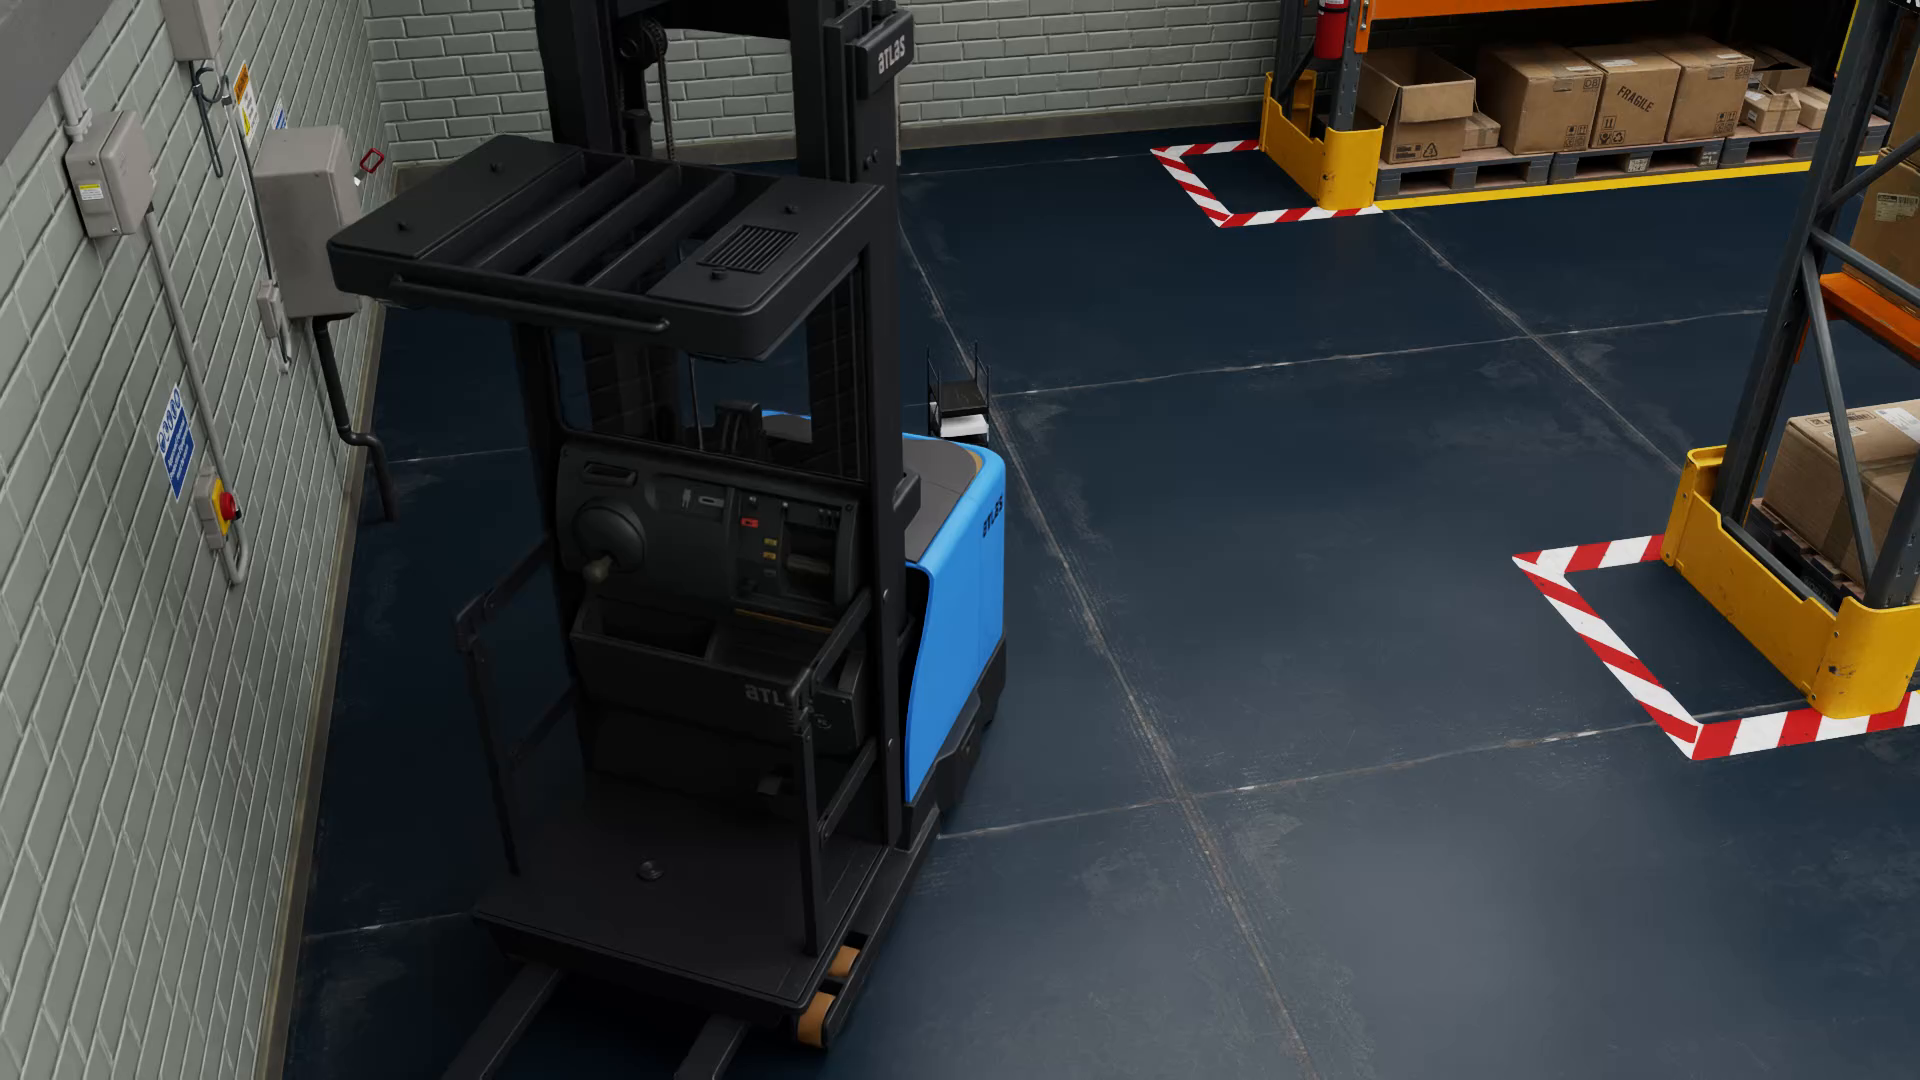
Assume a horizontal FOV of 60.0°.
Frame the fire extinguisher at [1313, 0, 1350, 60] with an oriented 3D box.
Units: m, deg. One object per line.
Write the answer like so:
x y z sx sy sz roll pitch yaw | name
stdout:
2.174 -3.147 9.652 0.183 0.674 0.296 -7 35 -11 | fire extinguisher

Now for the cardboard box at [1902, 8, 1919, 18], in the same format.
6.413 -3.703 11.360 0.250 0.149 0.380 -9 35 -12 | cardboard box

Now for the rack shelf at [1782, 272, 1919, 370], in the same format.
5.265 -0.853 6.475 4.000 0.370 1.077 -7 35 -11 | rack shelf

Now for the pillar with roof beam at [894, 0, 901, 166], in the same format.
0.337 -3.913 5.006 0.400 9.000 9.100 -7 35 -11 | pillar with roof beam

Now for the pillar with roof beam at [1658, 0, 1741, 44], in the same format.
6.189 -4.651 6.105 0.400 9.000 9.100 -7 35 -11 | pillar with roof beam

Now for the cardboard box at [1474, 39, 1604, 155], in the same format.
3.676 -2.848 10.668 0.500 0.500 0.700 -6 34 -9 | cardboard box

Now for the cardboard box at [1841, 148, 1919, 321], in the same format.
3.727 -1.151 6.183 0.500 0.500 0.500 -7 34 -10 | cardboard box

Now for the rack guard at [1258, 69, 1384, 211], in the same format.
2.290 -2.575 10.638 0.348 0.500 1.175 -7 35 -11 | rack guard

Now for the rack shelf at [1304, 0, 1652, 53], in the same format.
4.167 -3.551 10.495 4.000 0.370 1.077 -7 35 -11 | rack shelf

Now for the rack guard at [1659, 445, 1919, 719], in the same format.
3.291 0.135 6.601 0.348 0.500 1.175 -7 35 -11 | rack guard

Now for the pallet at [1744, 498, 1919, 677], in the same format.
4.077 0.111 6.895 1.213 0.211 1.003 -7 35 -11 | pallet

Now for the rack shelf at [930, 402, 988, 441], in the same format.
-0.008 -0.494 6.916 0.200 0.077 0.258 -7 35 -11 | rack shelf

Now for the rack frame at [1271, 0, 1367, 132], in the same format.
2.216 -3.603 9.928 0.127 3.000 1.000 -7 35 -11 | rack frame

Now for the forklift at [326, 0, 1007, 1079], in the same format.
-0.796 0.043 4.556 1.130 2.935 3.031 11 35 16 | forklift

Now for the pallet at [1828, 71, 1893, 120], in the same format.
6.902 -3.058 11.617 1.213 0.211 1.003 -7 35 -11 | pallet

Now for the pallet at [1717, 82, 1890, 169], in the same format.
5.447 -2.853 11.313 1.213 0.211 1.003 -7 35 -11 | pallet

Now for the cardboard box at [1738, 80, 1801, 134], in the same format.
5.290 -2.862 10.900 0.258 0.266 0.396 -6 34 -9 | cardboard box

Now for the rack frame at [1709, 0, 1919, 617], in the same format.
3.314 -0.906 5.908 0.127 3.000 1.000 -7 35 -11 | rack frame

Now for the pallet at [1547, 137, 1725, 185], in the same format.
4.255 -2.701 11.086 1.213 0.211 1.003 -7 35 -11 | pallet

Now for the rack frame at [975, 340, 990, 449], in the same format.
0.091 -0.385 7.016 0.006 0.900 0.240 -7 35 -11 | rack frame

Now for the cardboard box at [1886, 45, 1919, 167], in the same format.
3.732 -1.552 5.883 0.500 0.500 0.500 -6 34 -9 | cardboard box

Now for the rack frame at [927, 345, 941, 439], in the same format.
-0.107 -0.360 6.979 0.006 0.900 0.240 -7 35 -11 | rack frame

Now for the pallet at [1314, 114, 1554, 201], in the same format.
3.067 -2.553 10.866 1.213 0.211 1.003 -7 35 -11 | pallet

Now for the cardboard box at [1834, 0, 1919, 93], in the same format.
6.531 -3.453 11.570 0.500 0.500 0.500 -7 35 -11 | cardboard box

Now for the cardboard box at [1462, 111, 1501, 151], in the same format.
3.256 -2.649 10.687 0.250 0.149 0.380 -9 35 -12 | cardboard box

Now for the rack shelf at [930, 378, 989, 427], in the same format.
-0.008 -0.569 6.866 0.200 0.077 0.258 -7 35 -11 | rack shelf

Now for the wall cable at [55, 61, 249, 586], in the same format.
-2.180 -0.635 4.565 0.123 1.953 0.585 -7 35 -11 | wall cable

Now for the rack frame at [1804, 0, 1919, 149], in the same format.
6.117 -4.095 10.661 0.127 3.000 1.000 -7 35 -11 | rack frame

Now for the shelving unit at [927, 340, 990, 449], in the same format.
-0.008 -0.373 6.998 0.210 0.900 0.258 -7 35 -11 | shelving unit

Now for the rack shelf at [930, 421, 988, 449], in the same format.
-0.008 -0.420 6.966 0.200 0.077 0.258 -7 35 -11 | rack shelf

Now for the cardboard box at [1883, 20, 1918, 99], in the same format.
6.639 -3.169 11.147 0.500 0.500 0.500 -6 34 -8 | cardboard box

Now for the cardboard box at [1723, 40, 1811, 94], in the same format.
5.421 -3.200 11.363 0.500 0.311 0.500 -6 34 -9 | cardboard box

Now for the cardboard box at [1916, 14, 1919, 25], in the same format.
6.526 -3.400 10.910 0.250 0.149 0.380 -6 34 -8 | cardboard box

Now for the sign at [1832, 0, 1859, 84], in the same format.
3.208 -1.782 5.962 0.005 0.325 0.100 -7 35 -11 | sign

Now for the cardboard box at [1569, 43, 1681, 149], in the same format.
4.213 -2.858 10.684 0.500 0.500 0.500 -7 34 -10 | cardboard box

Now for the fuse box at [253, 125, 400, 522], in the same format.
-2.501 -0.825 6.944 0.414 1.711 0.539 -7 35 -11 | fuse box

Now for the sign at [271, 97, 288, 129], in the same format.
-2.812 -1.564 6.973 0.001 0.494 0.329 -7 35 -11 | sign

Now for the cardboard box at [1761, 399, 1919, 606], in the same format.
3.936 -0.152 6.707 0.875 0.438 0.875 -8 35 -12 | cardboard box

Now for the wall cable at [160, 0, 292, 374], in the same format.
-2.504 -1.392 5.720 0.122 1.984 0.588 -7 35 -11 | wall cable

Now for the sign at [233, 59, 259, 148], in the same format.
-2.691 -1.647 6.272 0.001 0.242 0.339 -7 35 -11 | sign

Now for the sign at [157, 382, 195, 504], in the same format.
-2.229 -0.279 4.731 0.001 0.218 0.327 -7 35 -11 | sign

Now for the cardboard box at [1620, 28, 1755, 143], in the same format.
4.688 -2.975 10.858 0.500 0.500 0.700 -8 35 -12 | cardboard box

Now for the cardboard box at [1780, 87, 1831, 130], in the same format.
5.639 -2.858 10.998 0.250 0.149 0.380 -8 35 -12 | cardboard box

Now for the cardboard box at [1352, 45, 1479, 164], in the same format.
2.833 -2.765 10.542 0.637 0.503 0.797 -9 35 -12 | cardboard box
